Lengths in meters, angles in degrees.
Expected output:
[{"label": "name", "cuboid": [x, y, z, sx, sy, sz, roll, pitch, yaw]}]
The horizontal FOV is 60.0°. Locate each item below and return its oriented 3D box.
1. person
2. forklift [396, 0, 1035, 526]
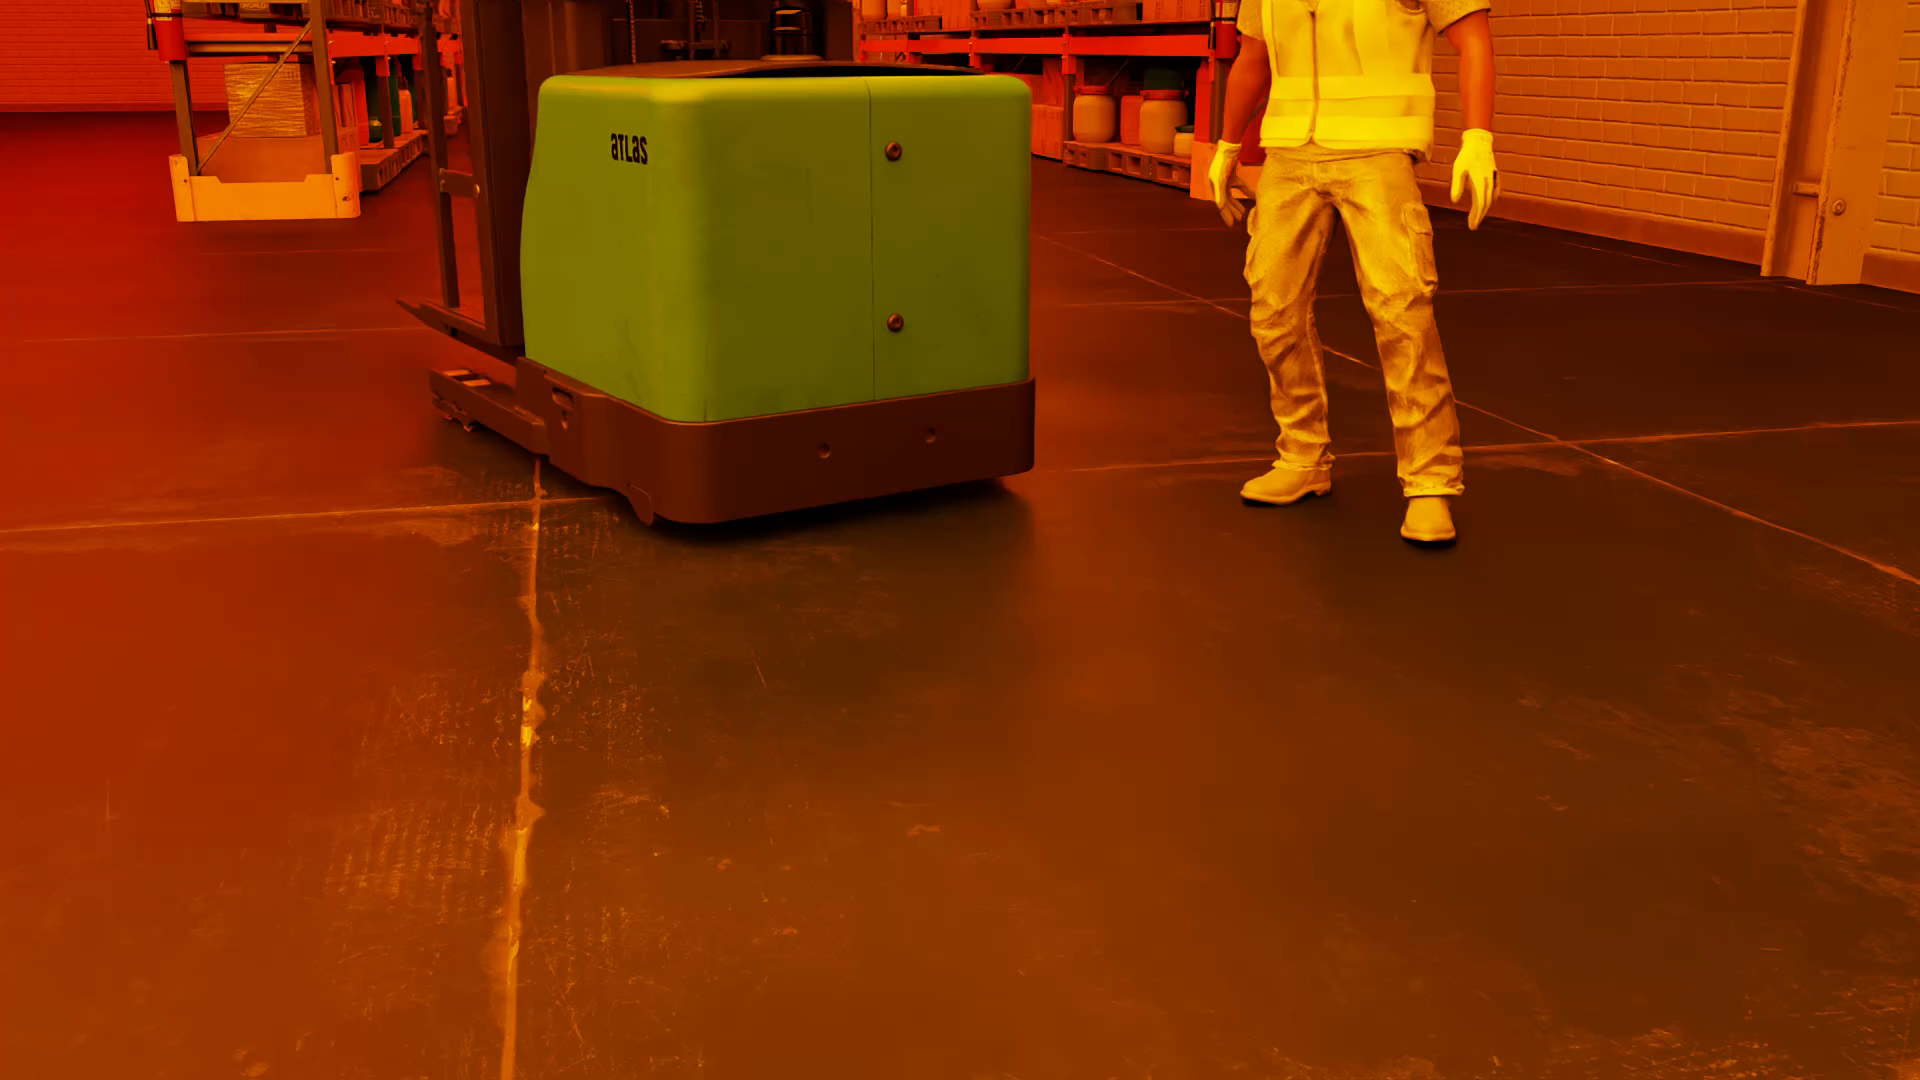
[{"label": "person", "cuboid": [0.928, -0.924, 4.052, 0.828, 1.752, 0.422, 14, 21, 39]}, {"label": "forklift", "cuboid": [-1.032, -1.803, 4.939, 1.130, 2.935, 3.031, -11, 20, -32]}]
